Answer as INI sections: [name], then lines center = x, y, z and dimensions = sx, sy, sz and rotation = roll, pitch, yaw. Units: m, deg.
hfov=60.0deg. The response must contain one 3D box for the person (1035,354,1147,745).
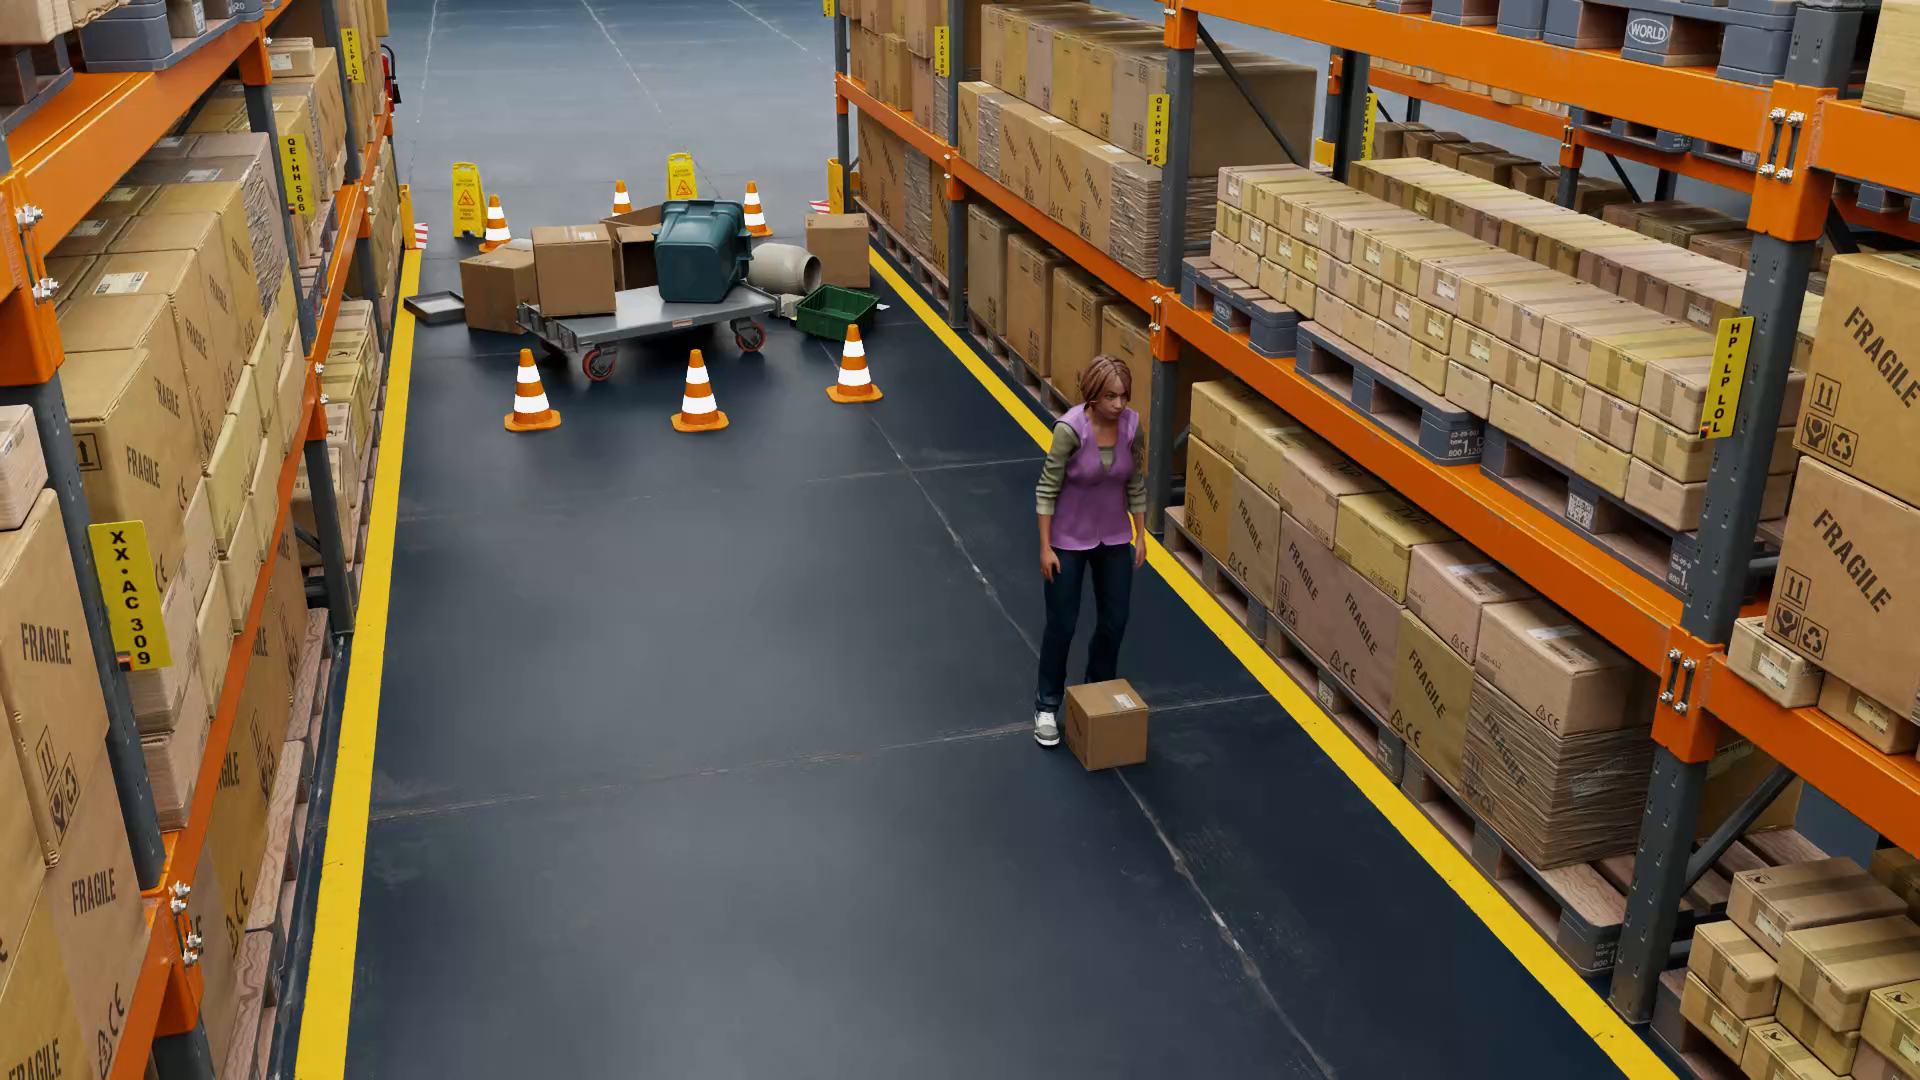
[person]
center = 0.517, 0.032, 6.535
dimensions = 0.484, 1.593, 0.375
rotation = -8, 24, -17
